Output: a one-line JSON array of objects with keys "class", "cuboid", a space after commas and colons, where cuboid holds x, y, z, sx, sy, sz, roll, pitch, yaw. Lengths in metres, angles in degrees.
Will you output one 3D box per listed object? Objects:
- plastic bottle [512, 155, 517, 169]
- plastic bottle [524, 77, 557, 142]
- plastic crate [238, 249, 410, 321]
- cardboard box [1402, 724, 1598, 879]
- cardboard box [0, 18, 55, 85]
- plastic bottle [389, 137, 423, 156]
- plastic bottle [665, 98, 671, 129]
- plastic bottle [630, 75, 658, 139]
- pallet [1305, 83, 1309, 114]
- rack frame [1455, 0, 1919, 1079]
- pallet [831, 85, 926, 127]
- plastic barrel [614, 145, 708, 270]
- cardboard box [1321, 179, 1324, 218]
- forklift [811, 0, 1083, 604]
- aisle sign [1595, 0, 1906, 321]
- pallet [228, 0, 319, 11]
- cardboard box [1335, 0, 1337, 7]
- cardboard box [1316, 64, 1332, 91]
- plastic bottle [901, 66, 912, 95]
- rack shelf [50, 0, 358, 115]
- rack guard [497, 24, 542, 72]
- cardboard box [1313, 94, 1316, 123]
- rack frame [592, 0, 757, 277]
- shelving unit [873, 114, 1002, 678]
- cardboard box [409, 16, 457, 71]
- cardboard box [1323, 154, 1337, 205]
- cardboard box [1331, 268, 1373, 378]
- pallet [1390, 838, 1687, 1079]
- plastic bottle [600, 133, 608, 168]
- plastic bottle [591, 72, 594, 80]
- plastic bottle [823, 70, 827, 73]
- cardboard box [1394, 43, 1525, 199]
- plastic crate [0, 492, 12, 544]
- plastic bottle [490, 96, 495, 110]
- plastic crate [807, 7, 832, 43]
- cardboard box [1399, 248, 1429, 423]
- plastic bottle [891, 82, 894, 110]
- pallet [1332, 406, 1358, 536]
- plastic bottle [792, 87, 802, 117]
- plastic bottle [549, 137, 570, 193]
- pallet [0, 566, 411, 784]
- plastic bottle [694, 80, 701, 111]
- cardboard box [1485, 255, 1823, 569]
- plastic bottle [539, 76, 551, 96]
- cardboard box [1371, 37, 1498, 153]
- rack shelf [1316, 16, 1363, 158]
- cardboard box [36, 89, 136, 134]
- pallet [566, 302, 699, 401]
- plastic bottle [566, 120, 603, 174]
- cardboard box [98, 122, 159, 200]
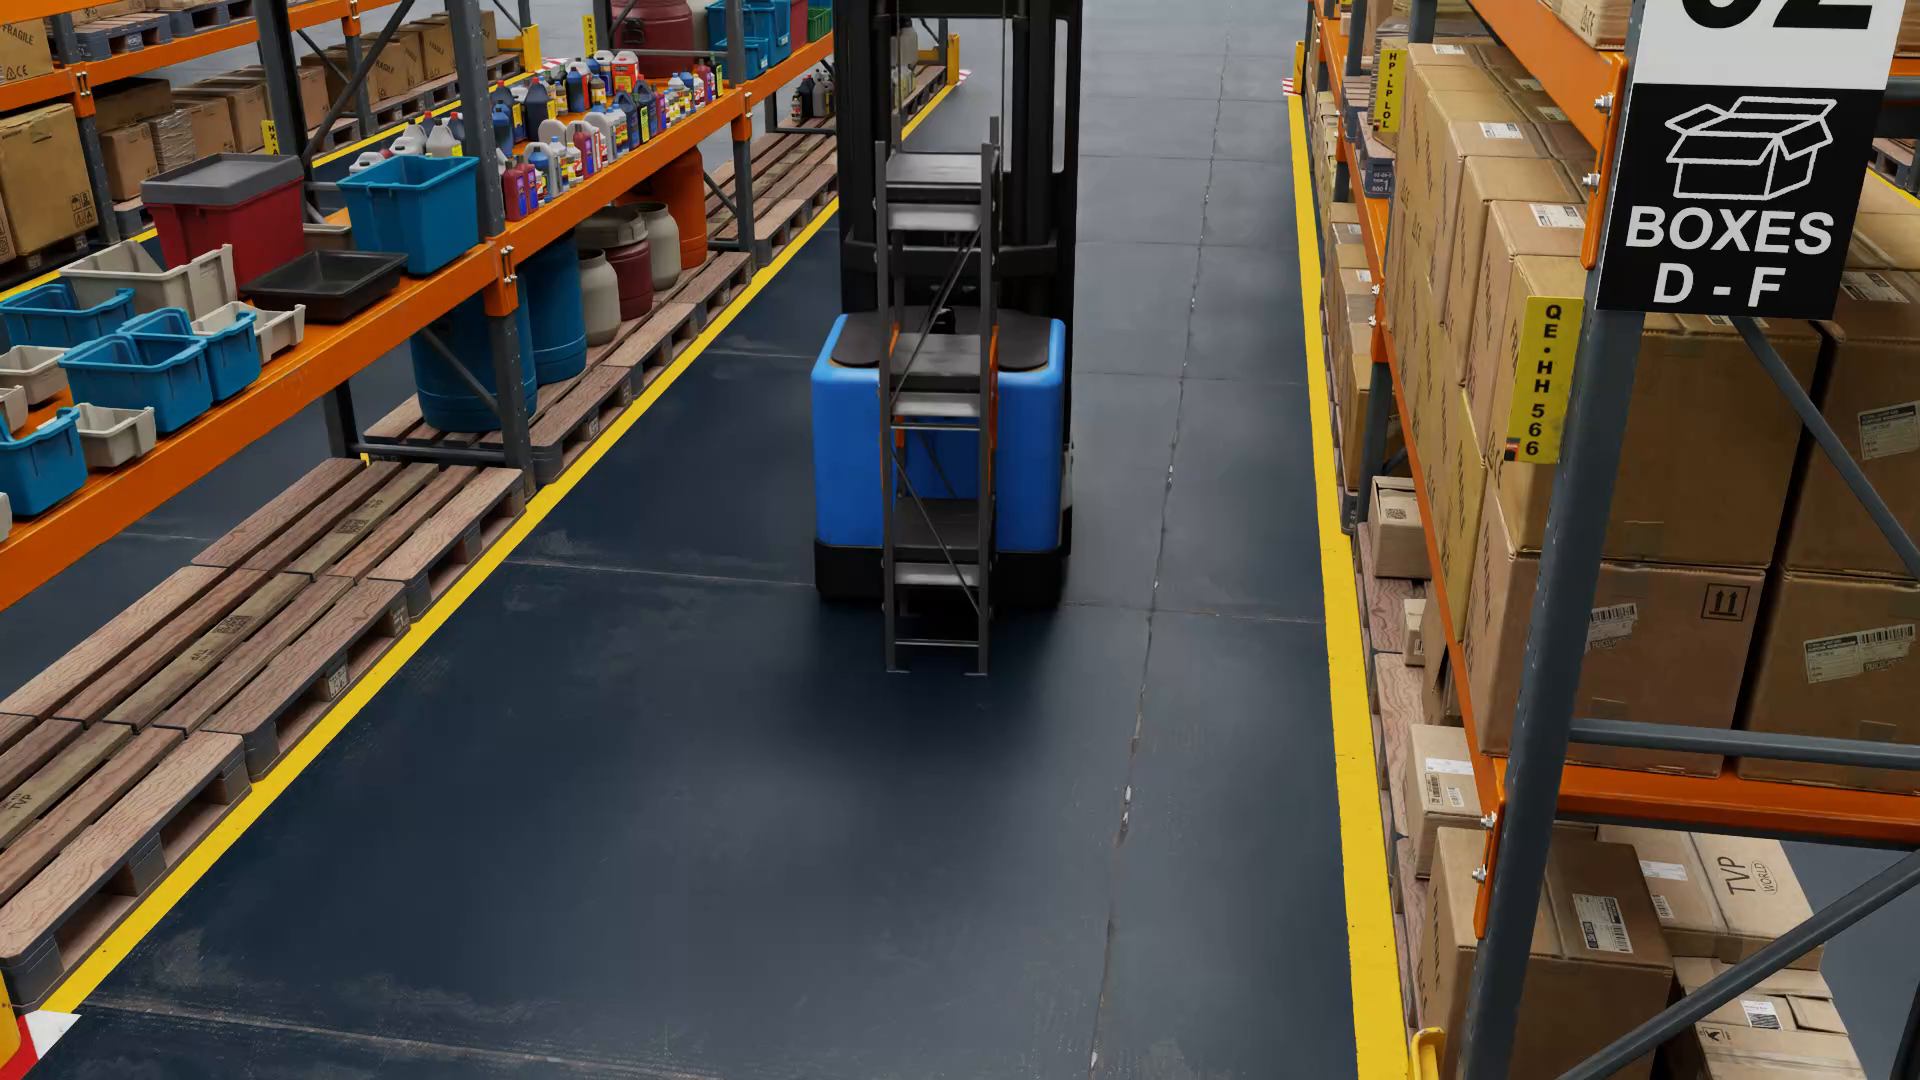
[{"class": "plastic bottle", "cuboid": [-2.215, -1.830, 8.355, 0.097, 0.201, 0.097, 0, 25, 0]}, {"class": "plastic bottle", "cuboid": [-2.421, -2.490, 9.590, 0.144, 0.351, 0.185, 4, 25, 9]}, {"class": "plastic crate", "cuboid": [-2.518, -1.015, 6.633, 0.437, 0.125, 0.590, 4, 25, 9]}, {"class": "cardboard box", "cuboid": [1.663, 0.825, 5.173, 0.500, 0.250, 0.500, 4, 25, 9]}, {"class": "cardboard box", "cuboid": [-6.669, -3.437, 11.436, 0.500, 0.500, 0.500, 5, 26, 10]}, {"class": "plastic bottle", "cuboid": [-2.795, -1.883, 8.380, 0.152, 0.276, 0.135, 4, 25, 9]}, {"class": "plastic bottle", "cuboid": [-1.778, -2.555, 9.904, 0.097, 0.201, 0.097, 0, 25, 0]}, {"class": "plastic bottle", "cuboid": [-1.846, -2.509, 9.630, 0.144, 0.351, 0.185, 4, 25, 9]}, {"class": "pallet", "cuboid": [4.163, -4.687, 17.515, 1.003, 0.211, 1.213, 4, 25, 9]}, {"class": "rack frame", "cuboid": [1.636, 0.419, 3.316, 0.949, 2.616, 0.053, 4, 25, 9]}, {"class": "pallet", "cuboid": [-0.945, -4.471, 17.054, 1.003, 0.211, 1.213, 4, 25, 9]}, {"class": "plastic barrel", "cuboid": [-2.010, -2.273, 11.133, 0.600, 0.830, 0.708, 4, 25, 9]}, {"class": "cardboard box", "cuboid": [2.951, -2.535, 12.375, 0.500, 0.250, 0.500, 5, 25, 10]}, {"class": "forklift", "cuboid": [0.008, -1.646, 7.809, 1.130, 2.935, 3.031, 2, 25, 4]}, {"class": "aisle sign", "cuboid": [1.319, -0.751, 2.750, 0.394, 0.787, 0.004, 4, 25, 9]}, {"class": "pallet", "cuboid": [-6.448, -4.891, 14.888, 1.003, 0.211, 1.213, 4, 25, 9]}, {"class": "cardboard box", "cuboid": [3.740, -5.052, 14.887, 0.700, 0.500, 0.500, 4, 25, 8]}, {"class": "cardboard box", "cuboid": [3.547, -4.302, 15.266, 0.500, 0.500, 0.500, 4, 25, 9]}, {"class": "plastic bottle", "cuboid": [-0.575, -4.681, 16.907, 0.152, 0.276, 0.135, 4, 25, 9]}, {"class": "rack shelf", "cuboid": [-6.506, -4.126, 13.874, 1.077, 0.370, 4.000, 4, 25, 9]}, {"class": "rack guard", "cuboid": [-5.538, -5.797, 19.545, 1.175, 0.500, 0.348, 4, 25, 9]}, {"class": "cardboard box", "cuboid": [3.545, -3.962, 15.425, 0.500, 0.250, 0.500, 4, 25, 9]}, {"class": "rack frame", "cuboid": [-1.946, -3.272, 11.201, 1.000, 3.000, 0.127, 4, 25, 9]}, {"class": "shelving unit", "cuboid": [-0.074, -0.518, 6.380, 0.431, 2.100, 0.503, 2, 25, 4]}, {"class": "cardboard box", "cuboid": [-5.708, -5.506, 18.429, 0.500, 0.500, 0.500, 11, 27, 22]}, {"class": "cardboard box", "cuboid": [2.861, -2.580, 11.810, 0.500, 0.311, 0.500, 4, 25, 8]}, {"class": "cardboard box", "cuboid": [2.336, -1.176, 9.154, 0.500, 0.500, 0.500, 3, 25, 7]}, {"class": "pallet", "cuboid": [1.774, 1.317, 4.688, 1.003, 0.211, 1.213, 4, 25, 9]}, {"class": "plastic bottle", "cuboid": [-1.951, -2.110, 8.954, 0.097, 0.201, 0.097, 0, 25, 0]}, {"class": "plastic bottle", "cuboid": [-2.398, -2.936, 10.718, 0.097, 0.201, 0.097, 0, 25, 0]}, {"class": "plastic bottle", "cuboid": [-1.348, -4.575, 16.684, 0.097, 0.271, 0.097, 0, 25, 0]}, {"class": "cardboard box", "cuboid": [1.931, -1.575, 6.278, 0.500, 0.500, 0.500, 5, 25, 10]}, {"class": "plastic crate", "cuboid": [-2.755, -0.042, 4.543, 0.250, 0.136, 0.298, 4, 25, 9]}, {"class": "plastic bottle", "cuboid": [-2.660, -2.350, 9.370, 0.061, 0.283, 0.133, 4, 25, 9]}, {"class": "plastic crate", "cuboid": [-1.299, -4.101, 13.223, 0.450, 0.188, 0.662, 4, 25, 9]}, {"class": "cardboard box", "cuboid": [1.769, -0.682, 5.550, 0.500, 0.500, 0.500, 4, 25, 8]}, {"class": "plastic bottle", "cuboid": [-0.721, -4.332, 16.072, 0.144, 0.351, 0.185, 3, 25, 6]}, {"class": "pallet", "cuboid": [2.382, -0.334, 8.214, 1.003, 0.211, 1.213, 4, 25, 9]}, {"class": "plastic bottle", "cuboid": [-1.540, -4.138, 15.737, 0.061, 0.283, 0.133, 5, 26, 11]}, {"class": "plastic bottle", "cuboid": [-2.043, -1.907, 8.438, 0.097, 0.271, 0.097, 0, 25, 0]}, {"class": "pallet", "cuboid": [-2.879, 0.486, 6.463, 1.003, 0.211, 1.213, 4, 25, 9]}, {"class": "plastic bottle", "cuboid": [-1.682, -2.799, 10.425, 0.097, 0.201, 0.097, 0, 25, 0]}, {"class": "cardboard box", "cuboid": [1.434, -0.284, 3.522, 0.500, 0.500, 0.500, 4, 25, 8]}, {"class": "plastic bottle", "cuboid": [-2.517, -2.662, 10.052, 0.097, 0.271, 0.097, 0, 25, 0]}, {"class": "cardboard box", "cuboid": [2.514, -2.233, 8.368, 0.700, 0.500, 0.500, -2, 25, -5]}, {"class": "rack shelf", "cuboid": [3.267, -3.438, 12.404, 1.077, 0.370, 4.000, 4, 25, 9]}, {"class": "cardboard box", "cuboid": [-6.753, -3.304, 12.815, 0.500, 0.250, 0.500, 5, 26, 11]}, {"class": "pallet", "cuboid": [-2.236, -1.167, 9.995, 1.003, 0.211, 1.213, 4, 25, 9]}, {"class": "plastic bottle", "cuboid": [-1.997, -2.097, 8.838, 0.152, 0.276, 0.135, 4, 25, 9]}, {"class": "cardboard box", "cuboid": [-6.743, -2.964, 12.973, 0.700, 0.500, 0.500, 3, 25, 6]}]
